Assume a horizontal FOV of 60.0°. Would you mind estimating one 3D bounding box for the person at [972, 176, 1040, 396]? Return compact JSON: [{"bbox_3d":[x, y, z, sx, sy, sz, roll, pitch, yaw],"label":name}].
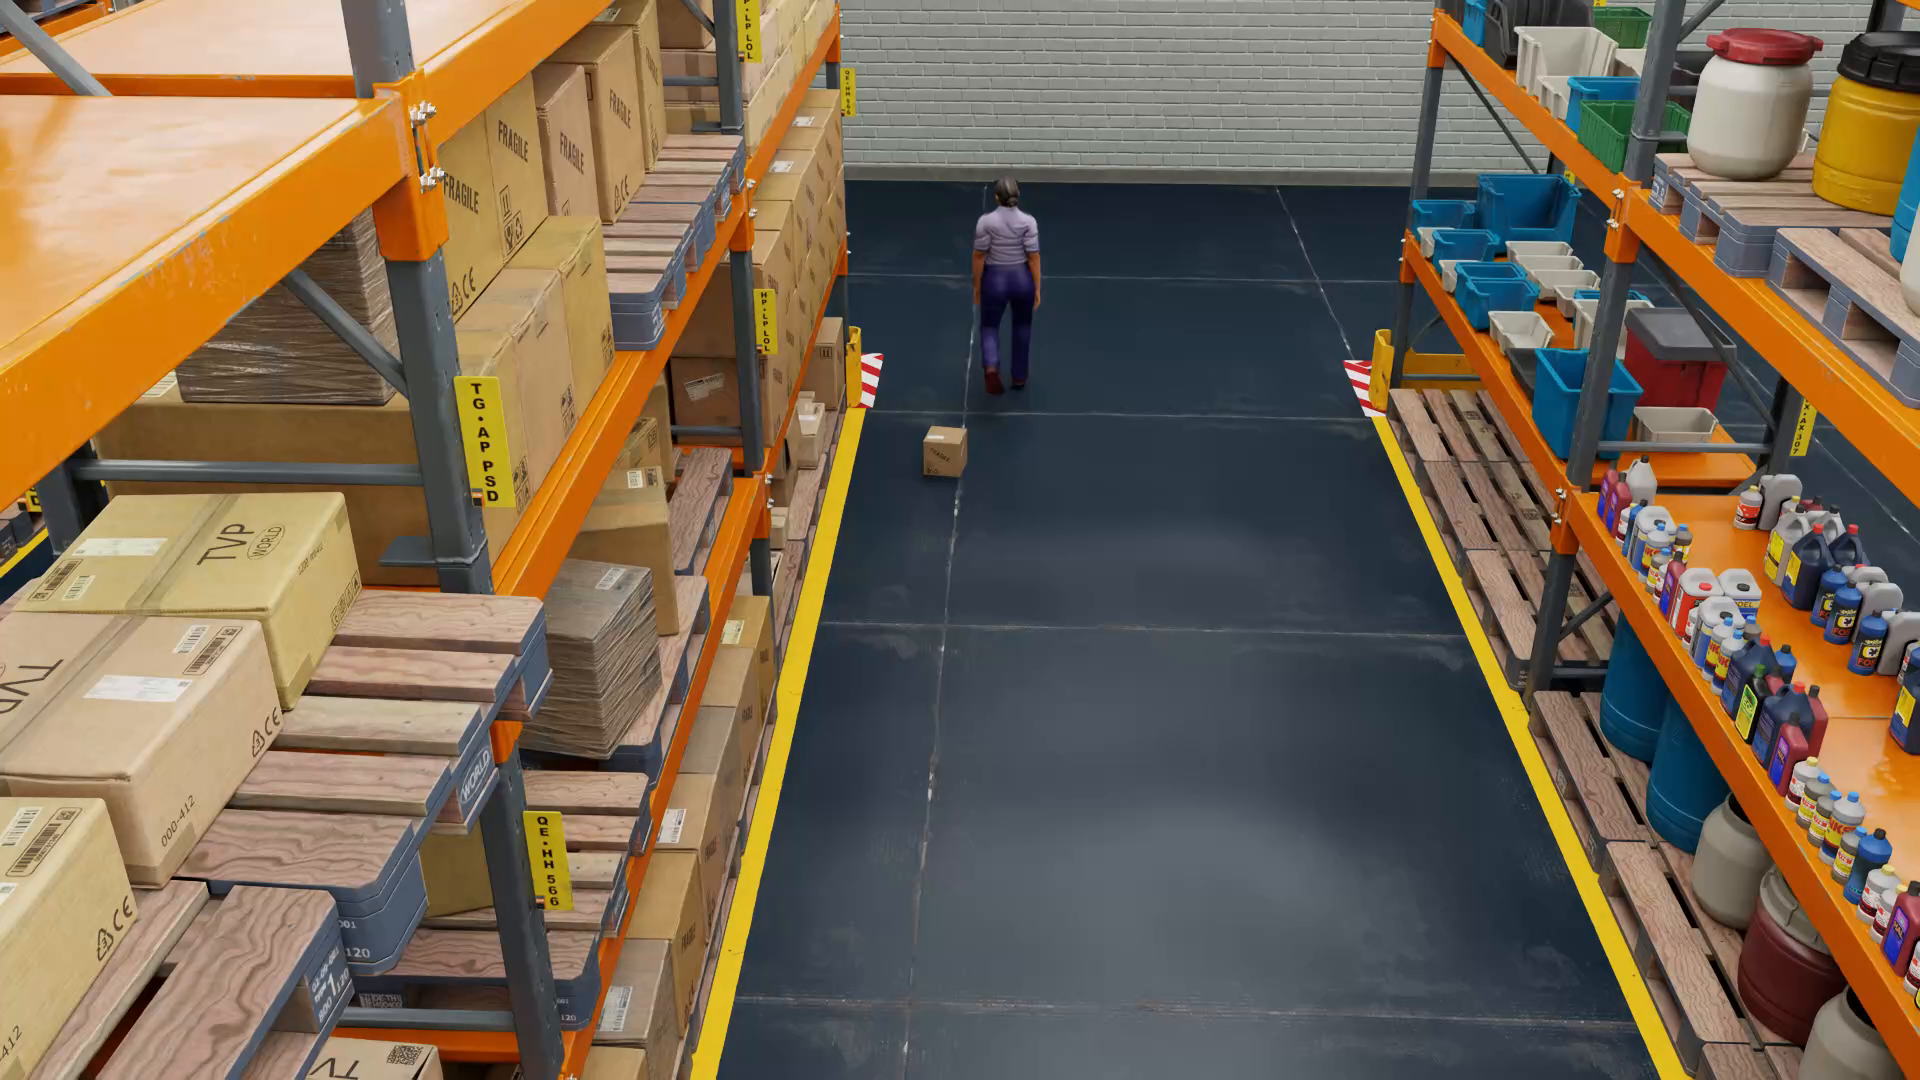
[{"bbox_3d":[0.335,-1.832,12.034,0.497,1.615,0.724,0,28,1],"label":"person"}]
